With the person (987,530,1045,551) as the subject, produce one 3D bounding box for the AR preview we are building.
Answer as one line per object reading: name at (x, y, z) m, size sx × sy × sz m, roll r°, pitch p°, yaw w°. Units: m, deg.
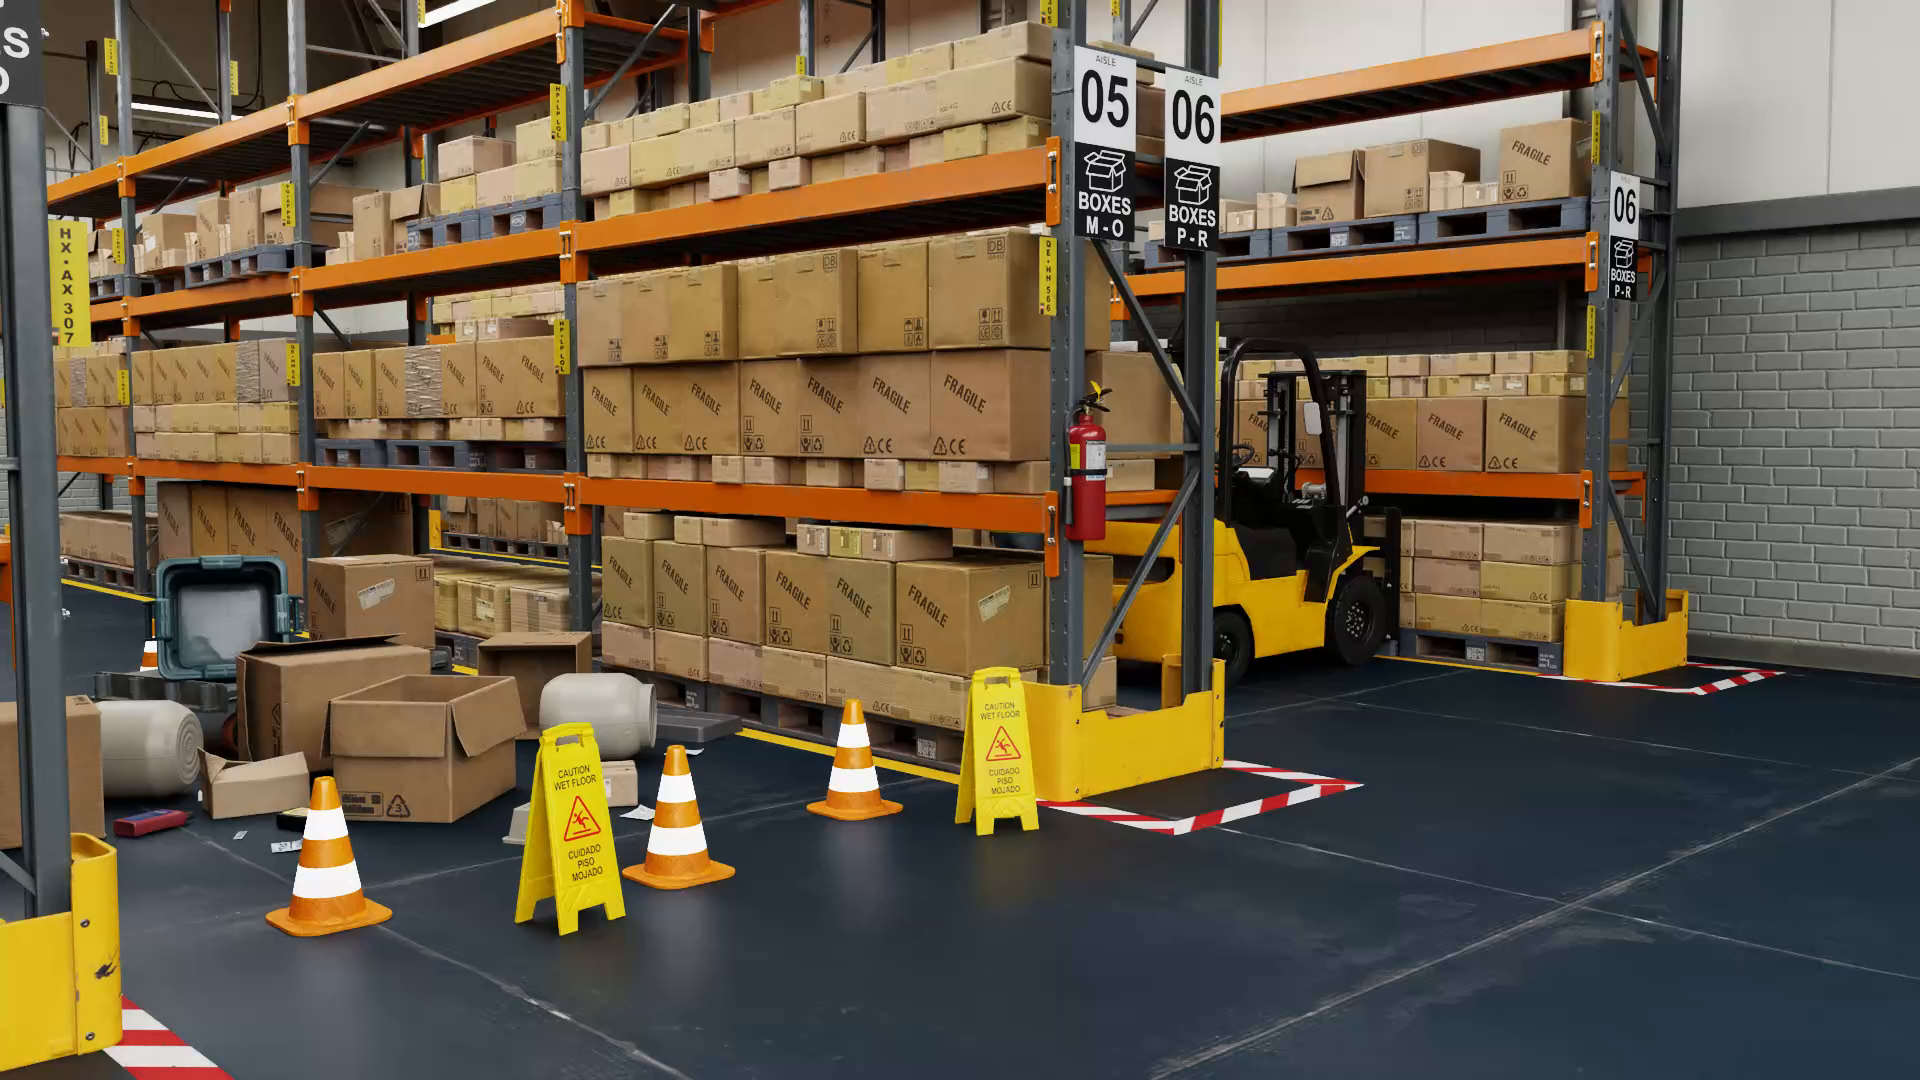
person at (0.431, -0.089, 11.958) m, size 0.461 × 1.760 × 0.626 m, roll -4°, pitch 5°, yaw -44°
